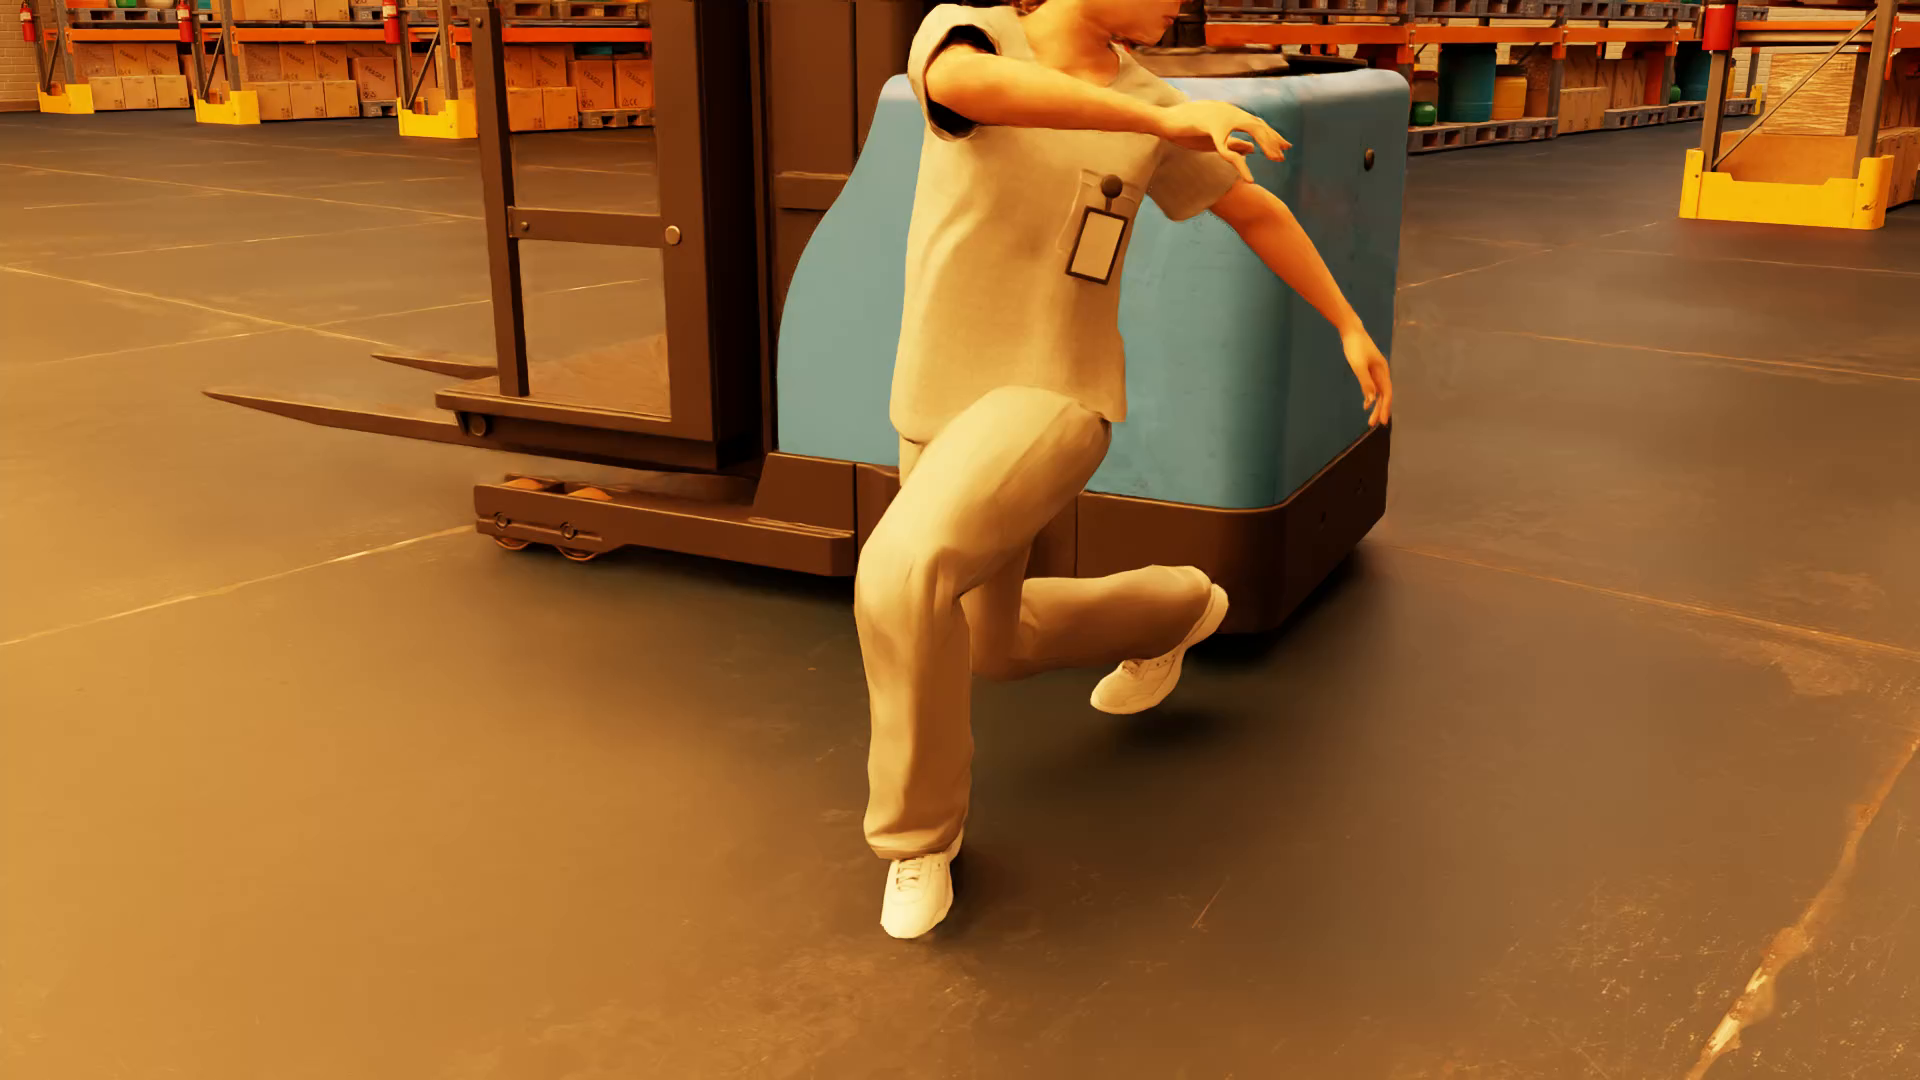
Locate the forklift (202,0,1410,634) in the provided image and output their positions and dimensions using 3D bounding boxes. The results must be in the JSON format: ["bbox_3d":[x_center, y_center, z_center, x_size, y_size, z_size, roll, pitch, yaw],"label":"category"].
[{"bbox_3d":[-0.553,-1.480,3.771,3.031,2.935,1.130,8,19,26],"label":"forklift"}]

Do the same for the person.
[{"bbox_3d":[0.228,-0.229,2.363,0.684,1.439,0.947,7,18,21],"label":"person"}]
